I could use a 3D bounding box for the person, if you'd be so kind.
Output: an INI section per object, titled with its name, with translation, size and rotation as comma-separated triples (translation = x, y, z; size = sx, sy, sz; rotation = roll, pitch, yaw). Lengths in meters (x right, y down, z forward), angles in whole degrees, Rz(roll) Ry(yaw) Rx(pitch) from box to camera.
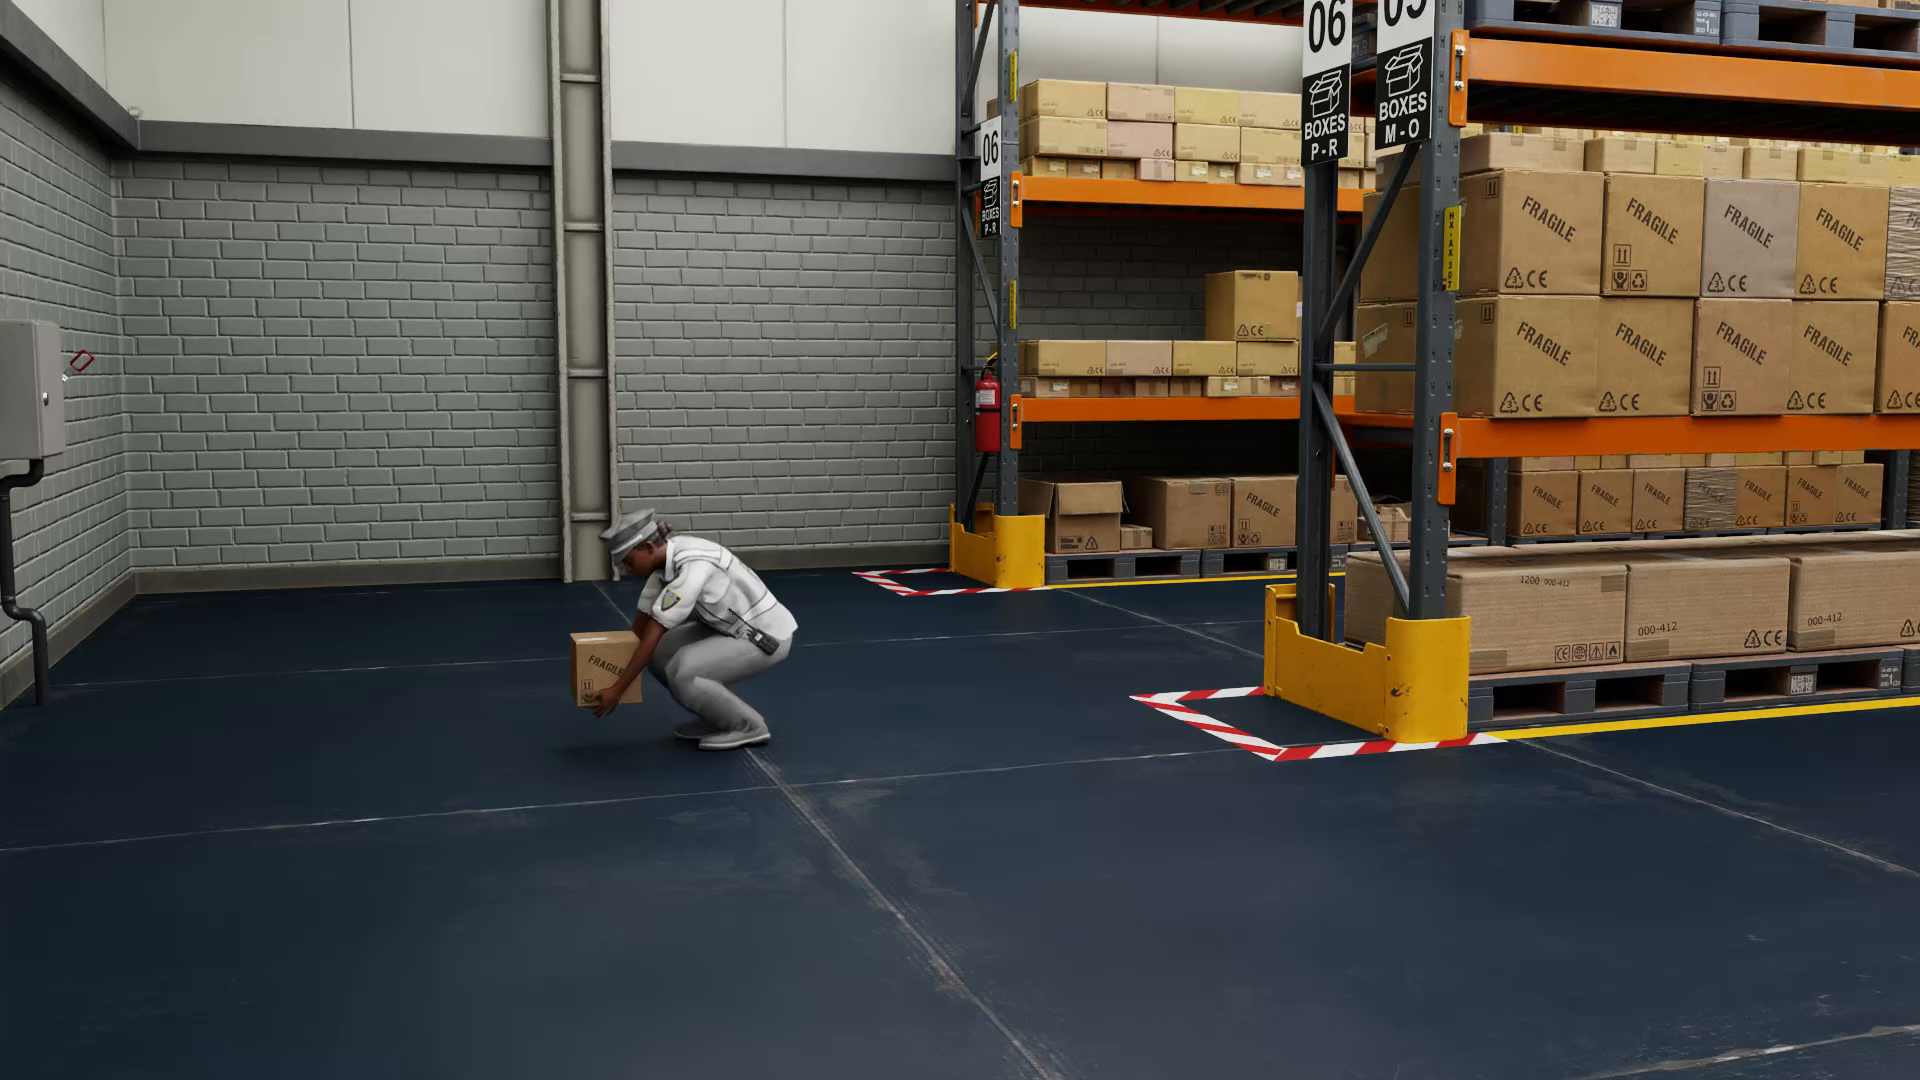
[person]
translation = -1.077, 0.347, 6.660
size = 0.854, 0.972, 0.458
rotation = -2, 6, -20
